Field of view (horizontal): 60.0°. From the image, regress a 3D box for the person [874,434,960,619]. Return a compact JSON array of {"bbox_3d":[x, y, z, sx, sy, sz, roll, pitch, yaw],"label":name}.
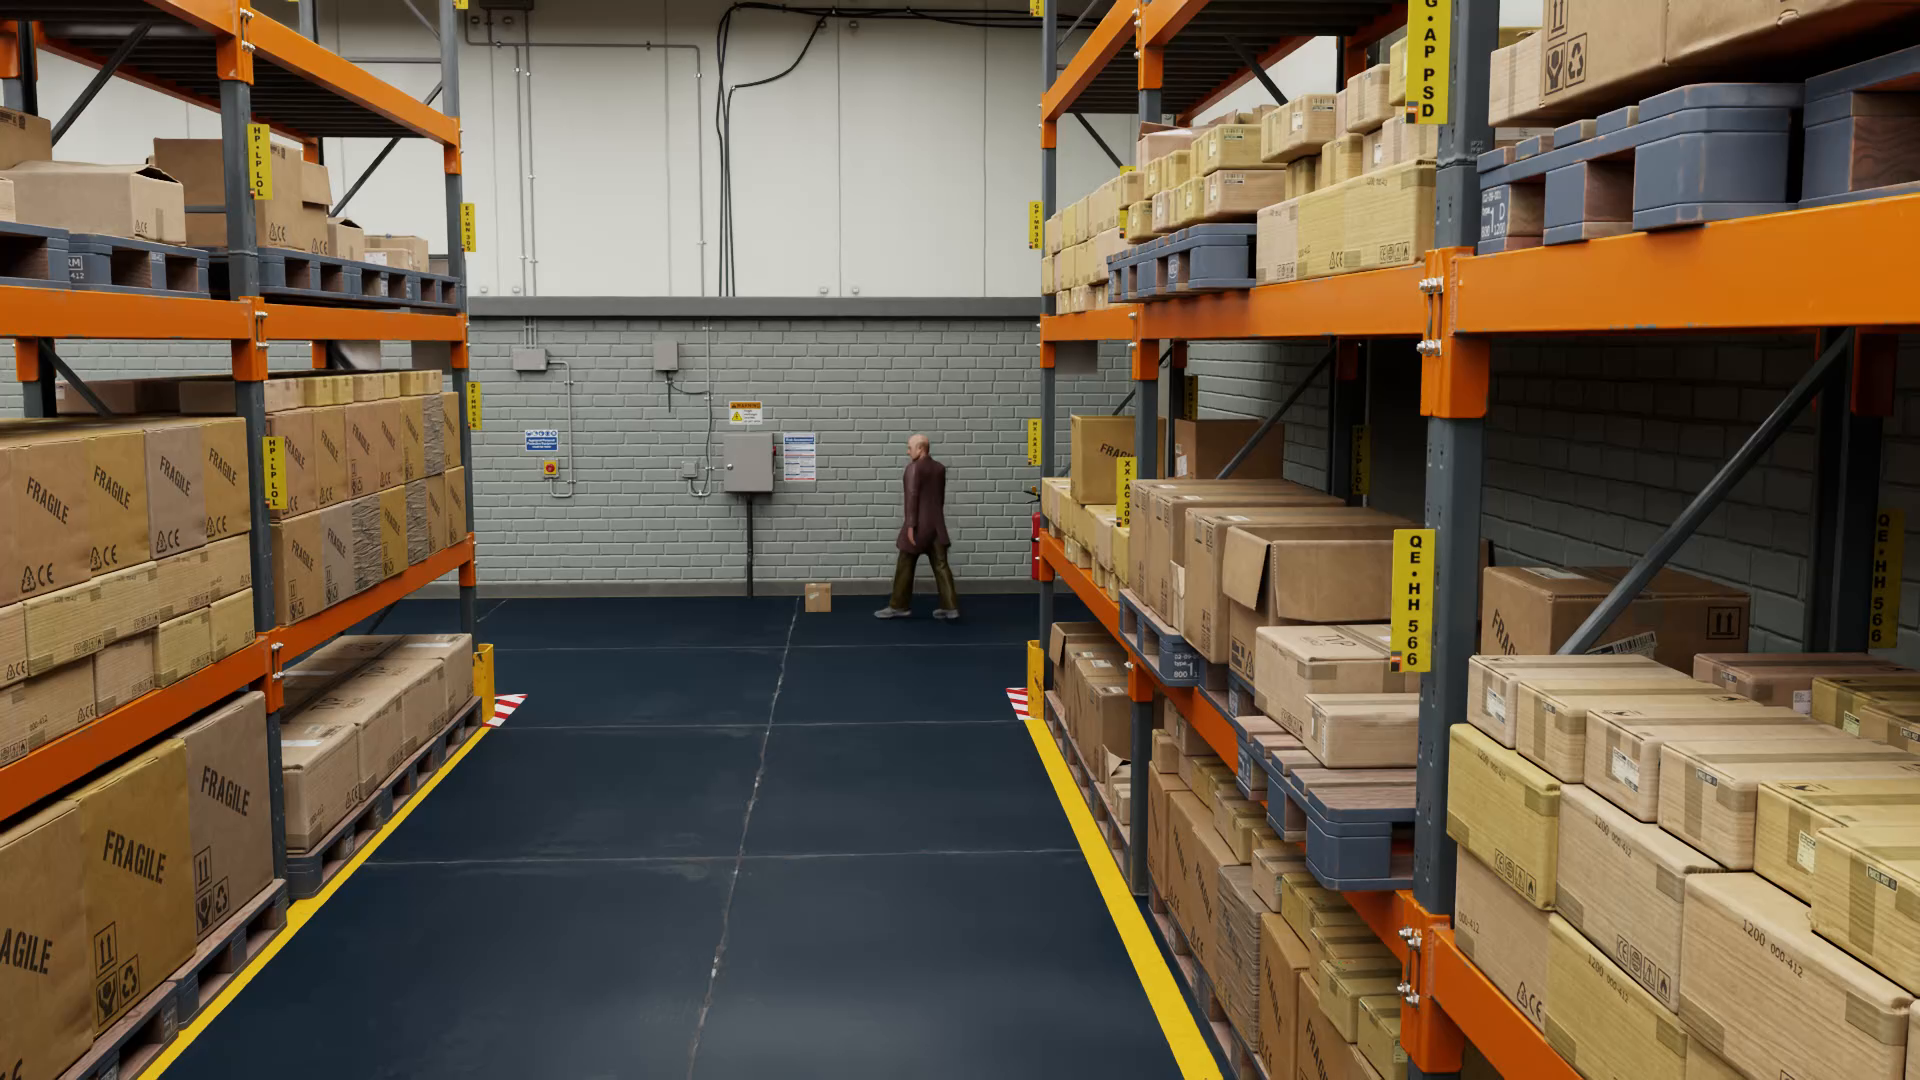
[{"bbox_3d":[-0.357,-0.120,15.753,0.601,1.766,0.882,-7,9,-44],"label":"person"}]
